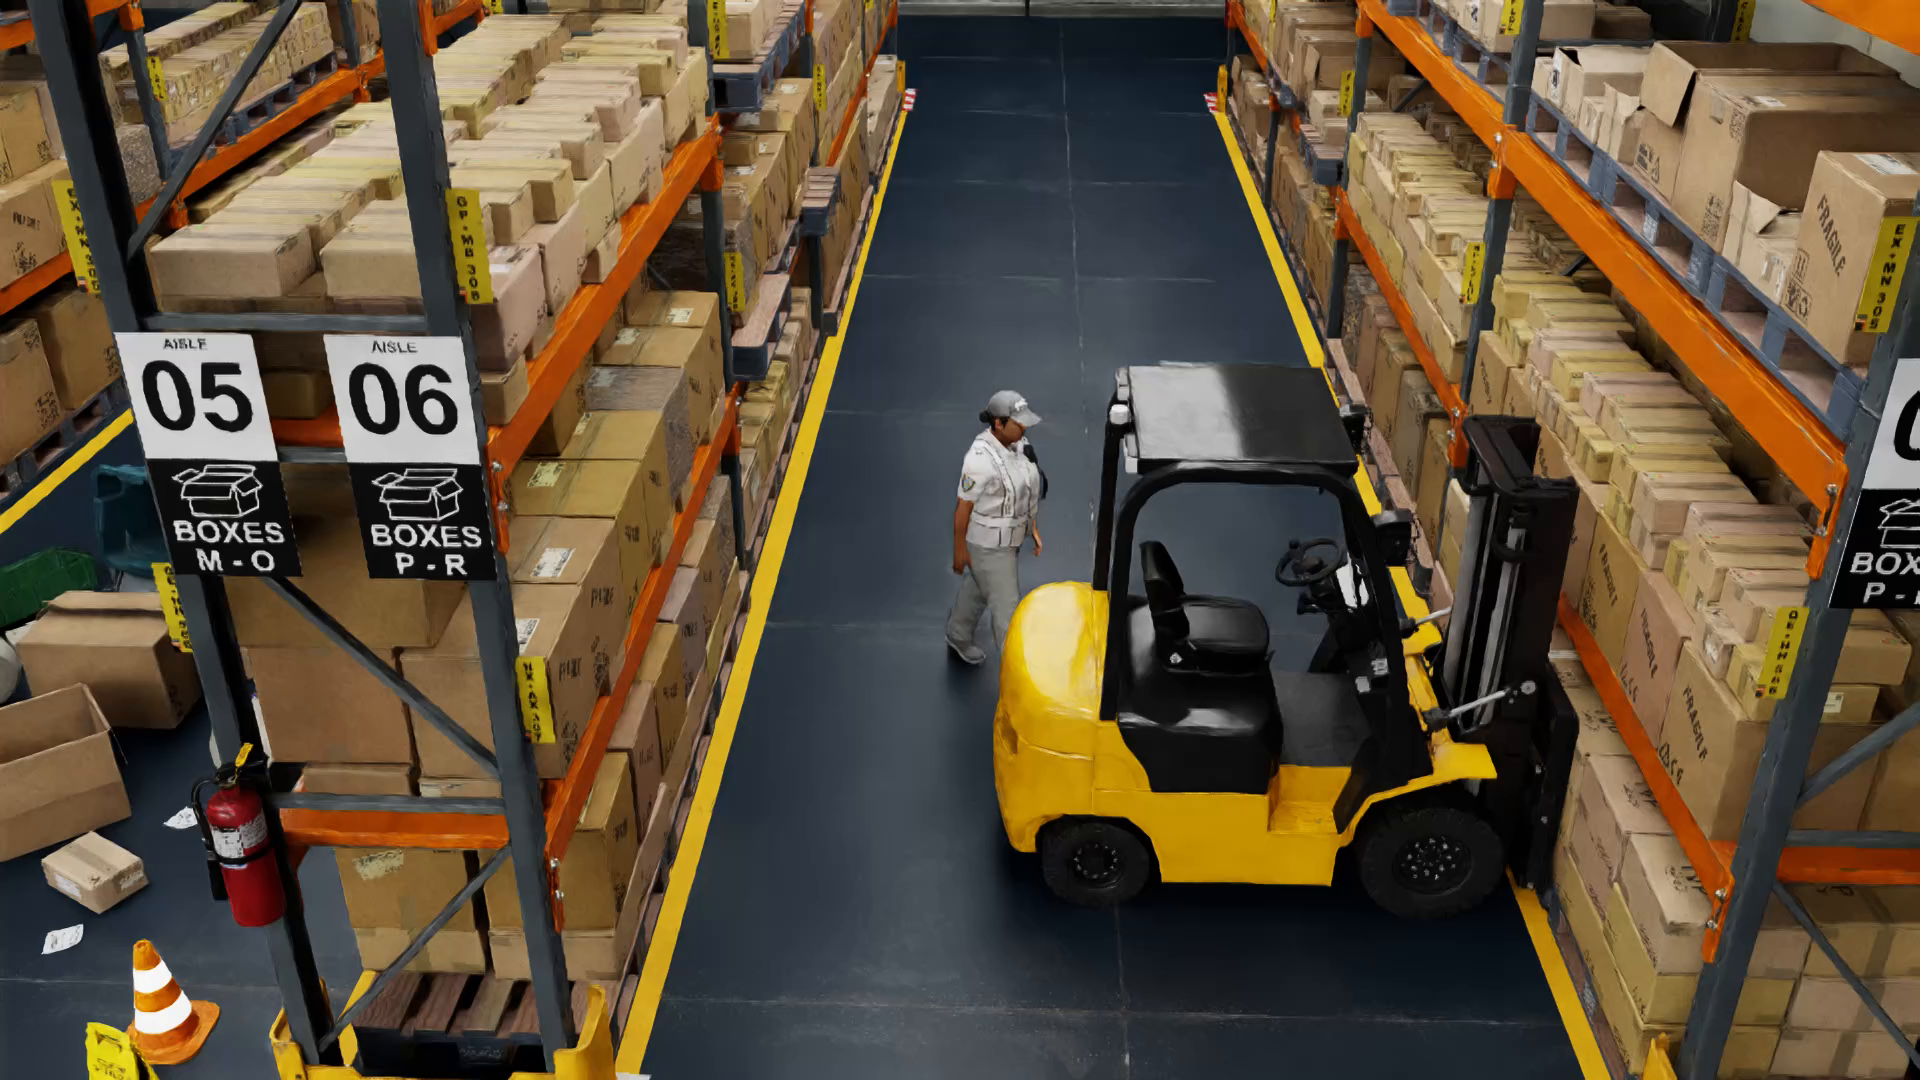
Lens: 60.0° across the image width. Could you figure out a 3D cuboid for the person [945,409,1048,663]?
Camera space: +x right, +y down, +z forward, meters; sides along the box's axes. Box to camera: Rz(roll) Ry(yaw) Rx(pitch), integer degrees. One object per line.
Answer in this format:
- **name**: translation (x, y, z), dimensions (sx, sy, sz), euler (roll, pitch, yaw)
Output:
- **person**: translation (0.264, 0.013, 8.620), dimensions (0.885, 1.620, 0.543), euler (14, 31, 25)
